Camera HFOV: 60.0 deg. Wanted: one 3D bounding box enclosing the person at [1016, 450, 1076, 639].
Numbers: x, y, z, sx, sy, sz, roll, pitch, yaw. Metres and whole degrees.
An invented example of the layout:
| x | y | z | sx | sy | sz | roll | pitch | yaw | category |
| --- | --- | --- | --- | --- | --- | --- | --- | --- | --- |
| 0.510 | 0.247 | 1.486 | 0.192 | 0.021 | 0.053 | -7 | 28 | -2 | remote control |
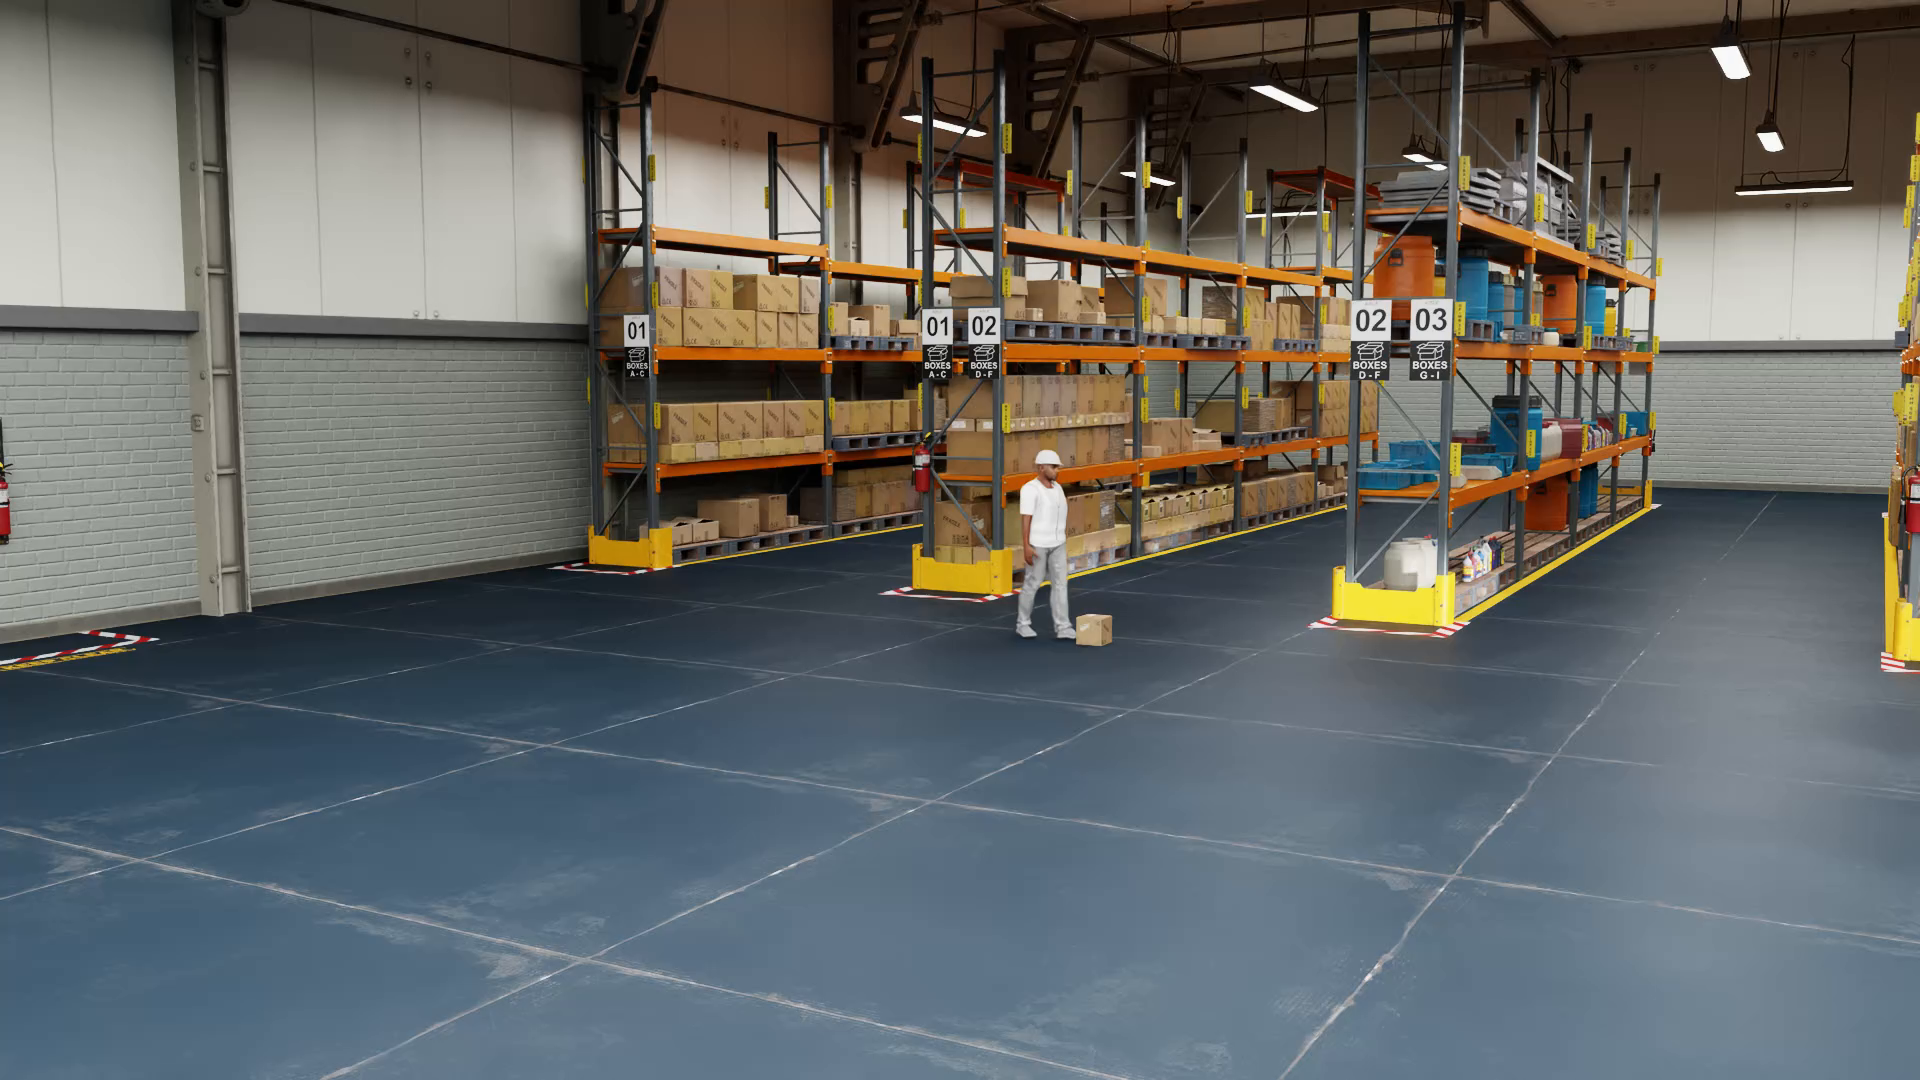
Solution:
| x | y | z | sx | sy | sz | roll | pitch | yaw | category |
| --- | --- | --- | --- | --- | --- | --- | --- | --- | --- |
| 0.824 | 0.047 | 15.498 | 0.579 | 1.768 | 0.686 | -6 | 8 | -44 | person |
